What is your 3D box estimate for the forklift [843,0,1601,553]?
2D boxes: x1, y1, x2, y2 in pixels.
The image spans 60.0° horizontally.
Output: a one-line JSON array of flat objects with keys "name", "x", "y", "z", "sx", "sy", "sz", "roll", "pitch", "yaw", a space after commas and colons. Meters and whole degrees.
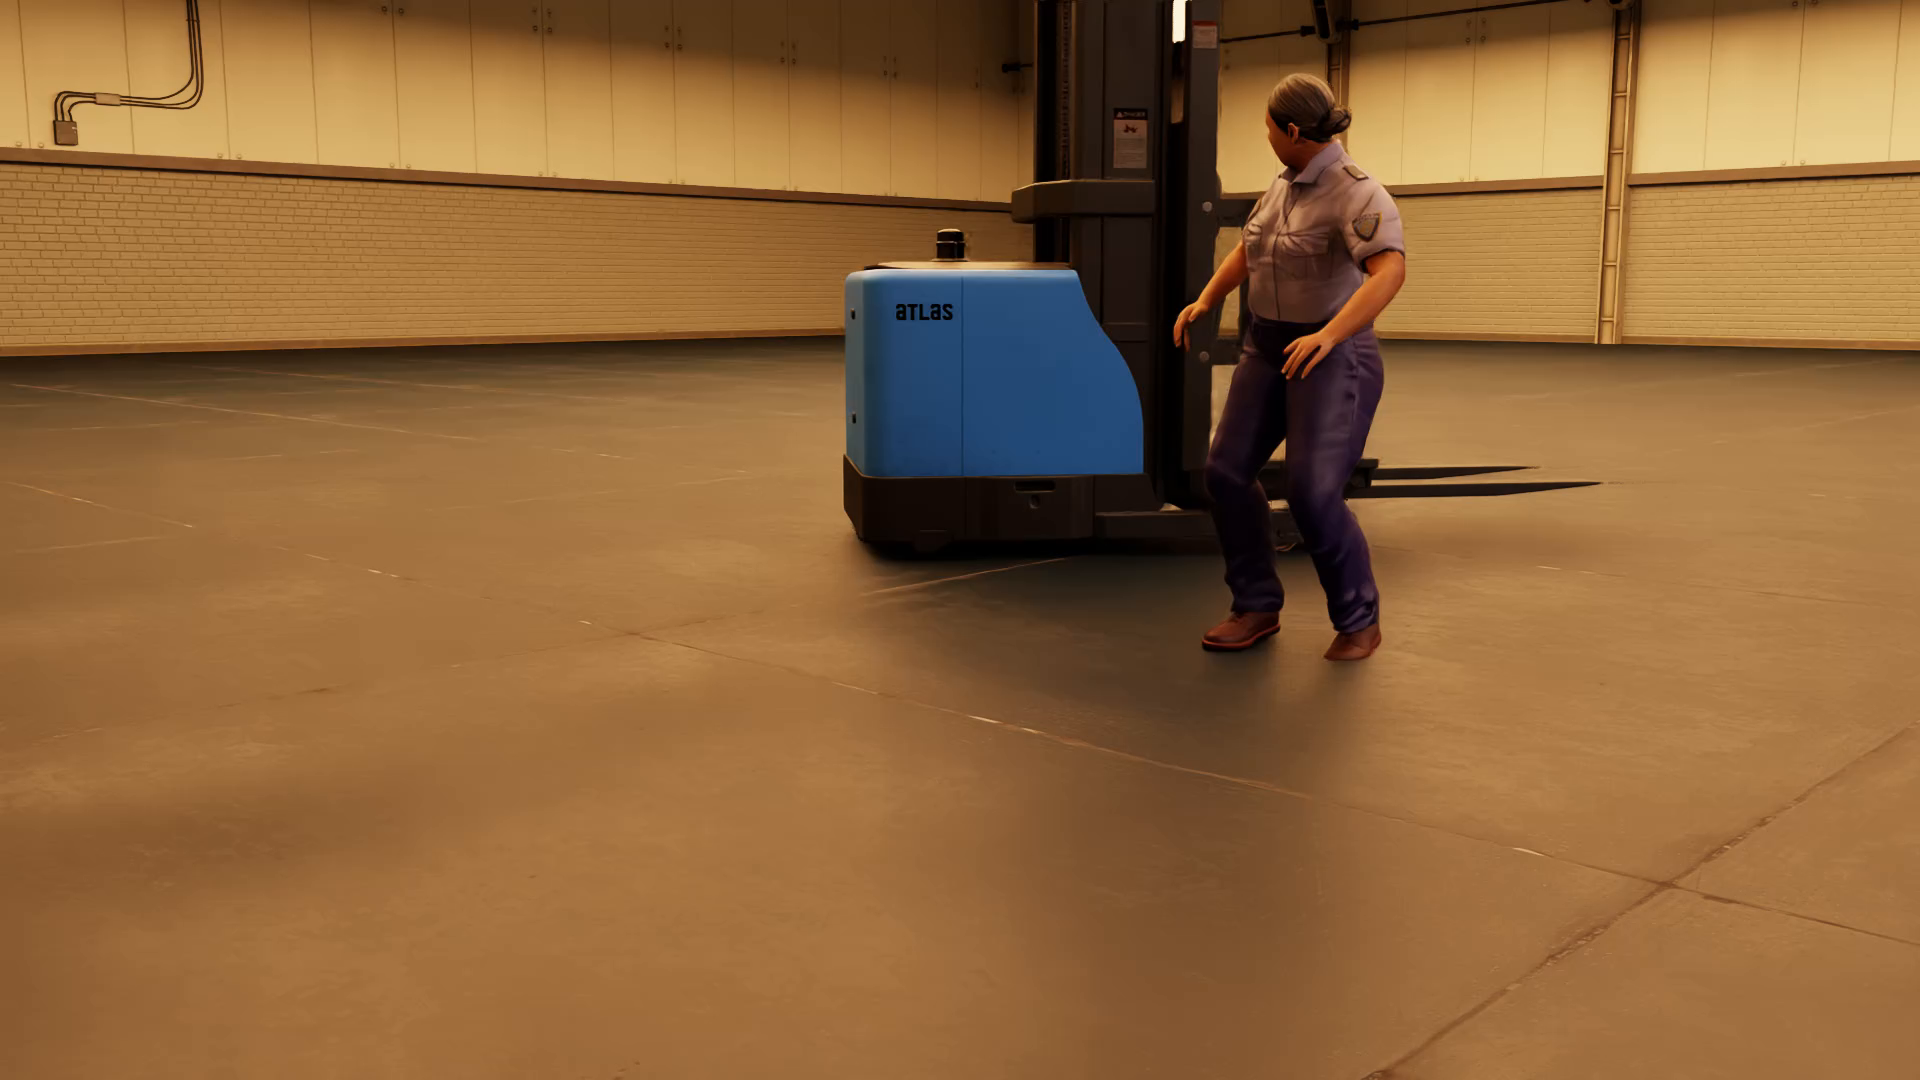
[{"name": "forklift", "x": 1.066, "y": -1.478, "z": 6.690, "sx": 3.031, "sy": 2.935, "sz": 1.130, "roll": -1, "pitch": 9, "yaw": -8}]

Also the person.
[{"name": "person", "x": 0.915, "y": -0.459, "z": 4.593, "sx": 0.603, "sy": 1.609, "sz": 0.719, "roll": -6, "pitch": 11, "yaw": -36}]
